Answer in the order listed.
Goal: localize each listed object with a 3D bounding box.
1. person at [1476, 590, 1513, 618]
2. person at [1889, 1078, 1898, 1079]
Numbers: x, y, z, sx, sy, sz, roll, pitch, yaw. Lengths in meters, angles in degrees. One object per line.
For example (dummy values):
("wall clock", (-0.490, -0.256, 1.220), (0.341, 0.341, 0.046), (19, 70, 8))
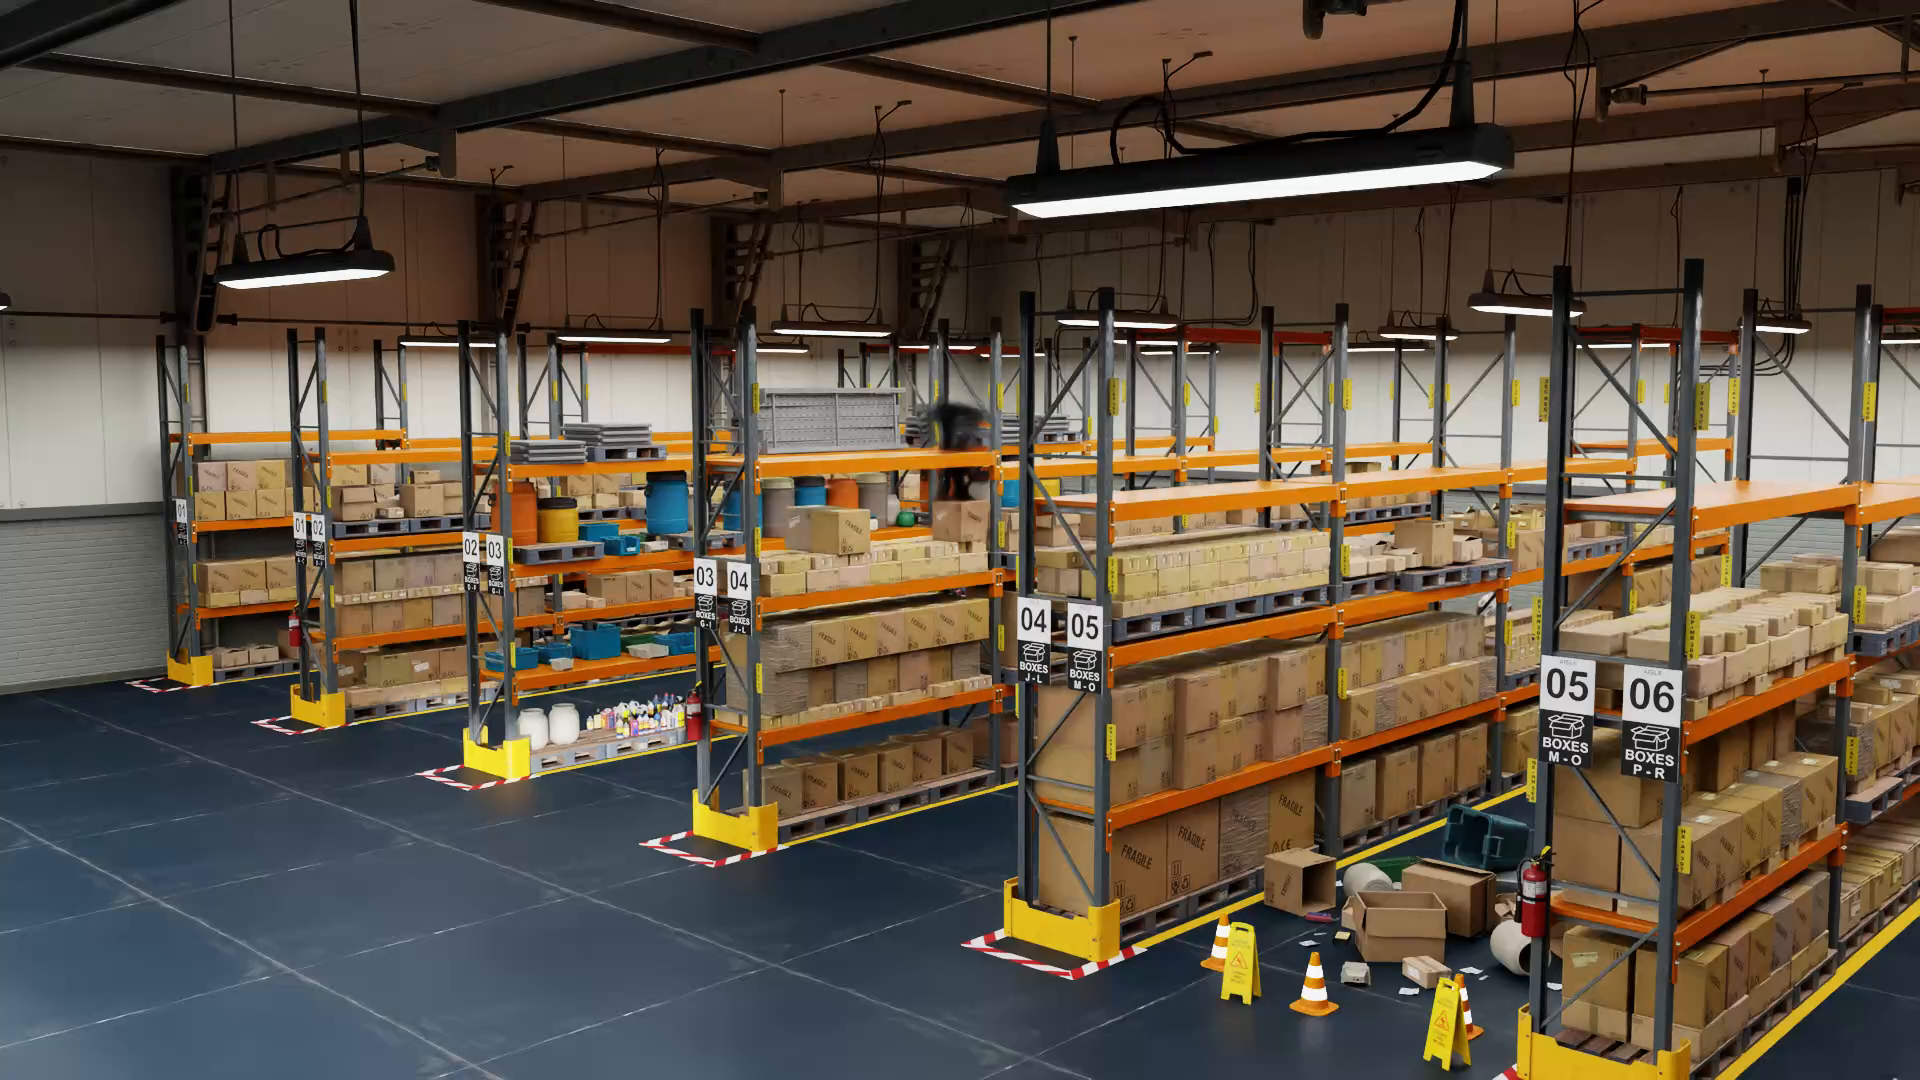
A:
("person", (9.706, 1.530, 30.147), (0.633, 1.659, 0.591), (-2, 6, -20))
("person", (4.687, 3.507, 8.499), (0.778, 1.732, 0.774), (-5, 7, -44))
